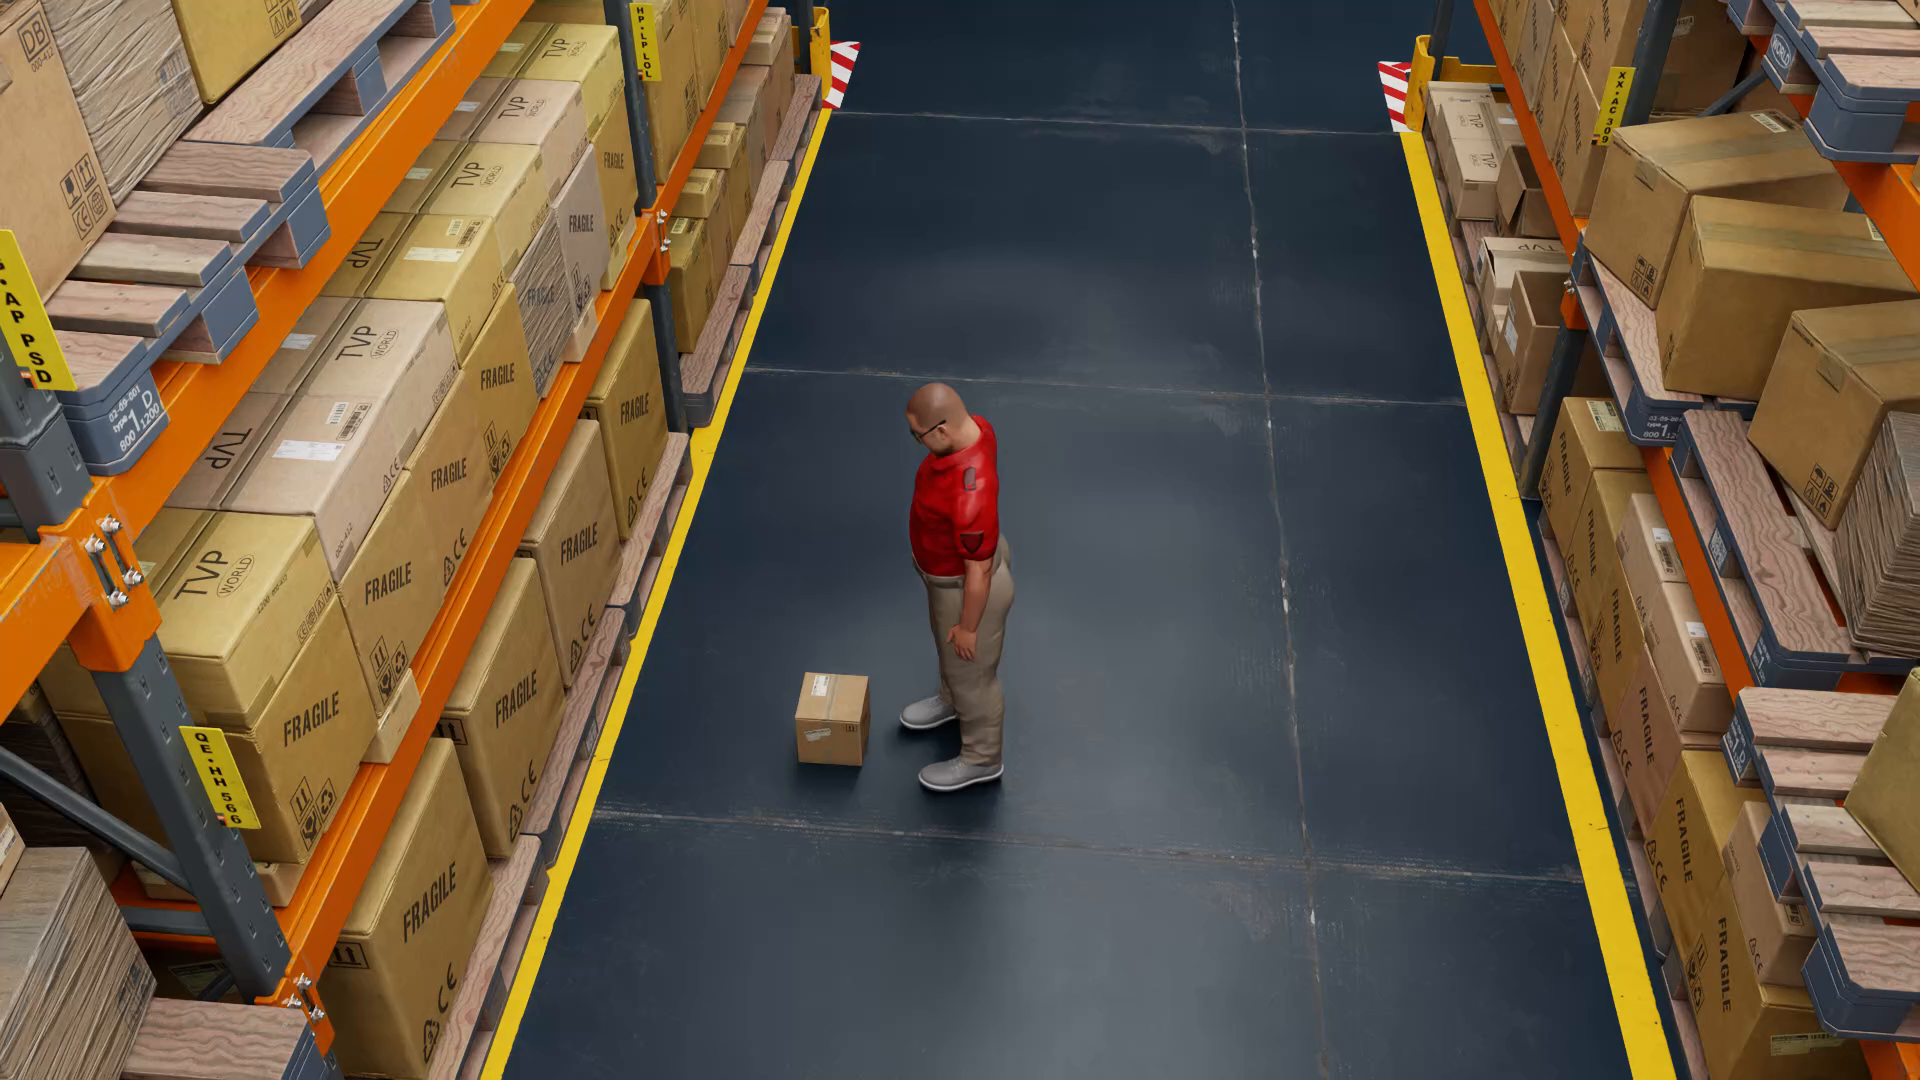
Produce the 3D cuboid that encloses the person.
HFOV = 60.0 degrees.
[{"bbox_3d":[-0.021,0.156,5.960,0.424,1.710,0.580,-1,40,-2],"label":"person"}]
